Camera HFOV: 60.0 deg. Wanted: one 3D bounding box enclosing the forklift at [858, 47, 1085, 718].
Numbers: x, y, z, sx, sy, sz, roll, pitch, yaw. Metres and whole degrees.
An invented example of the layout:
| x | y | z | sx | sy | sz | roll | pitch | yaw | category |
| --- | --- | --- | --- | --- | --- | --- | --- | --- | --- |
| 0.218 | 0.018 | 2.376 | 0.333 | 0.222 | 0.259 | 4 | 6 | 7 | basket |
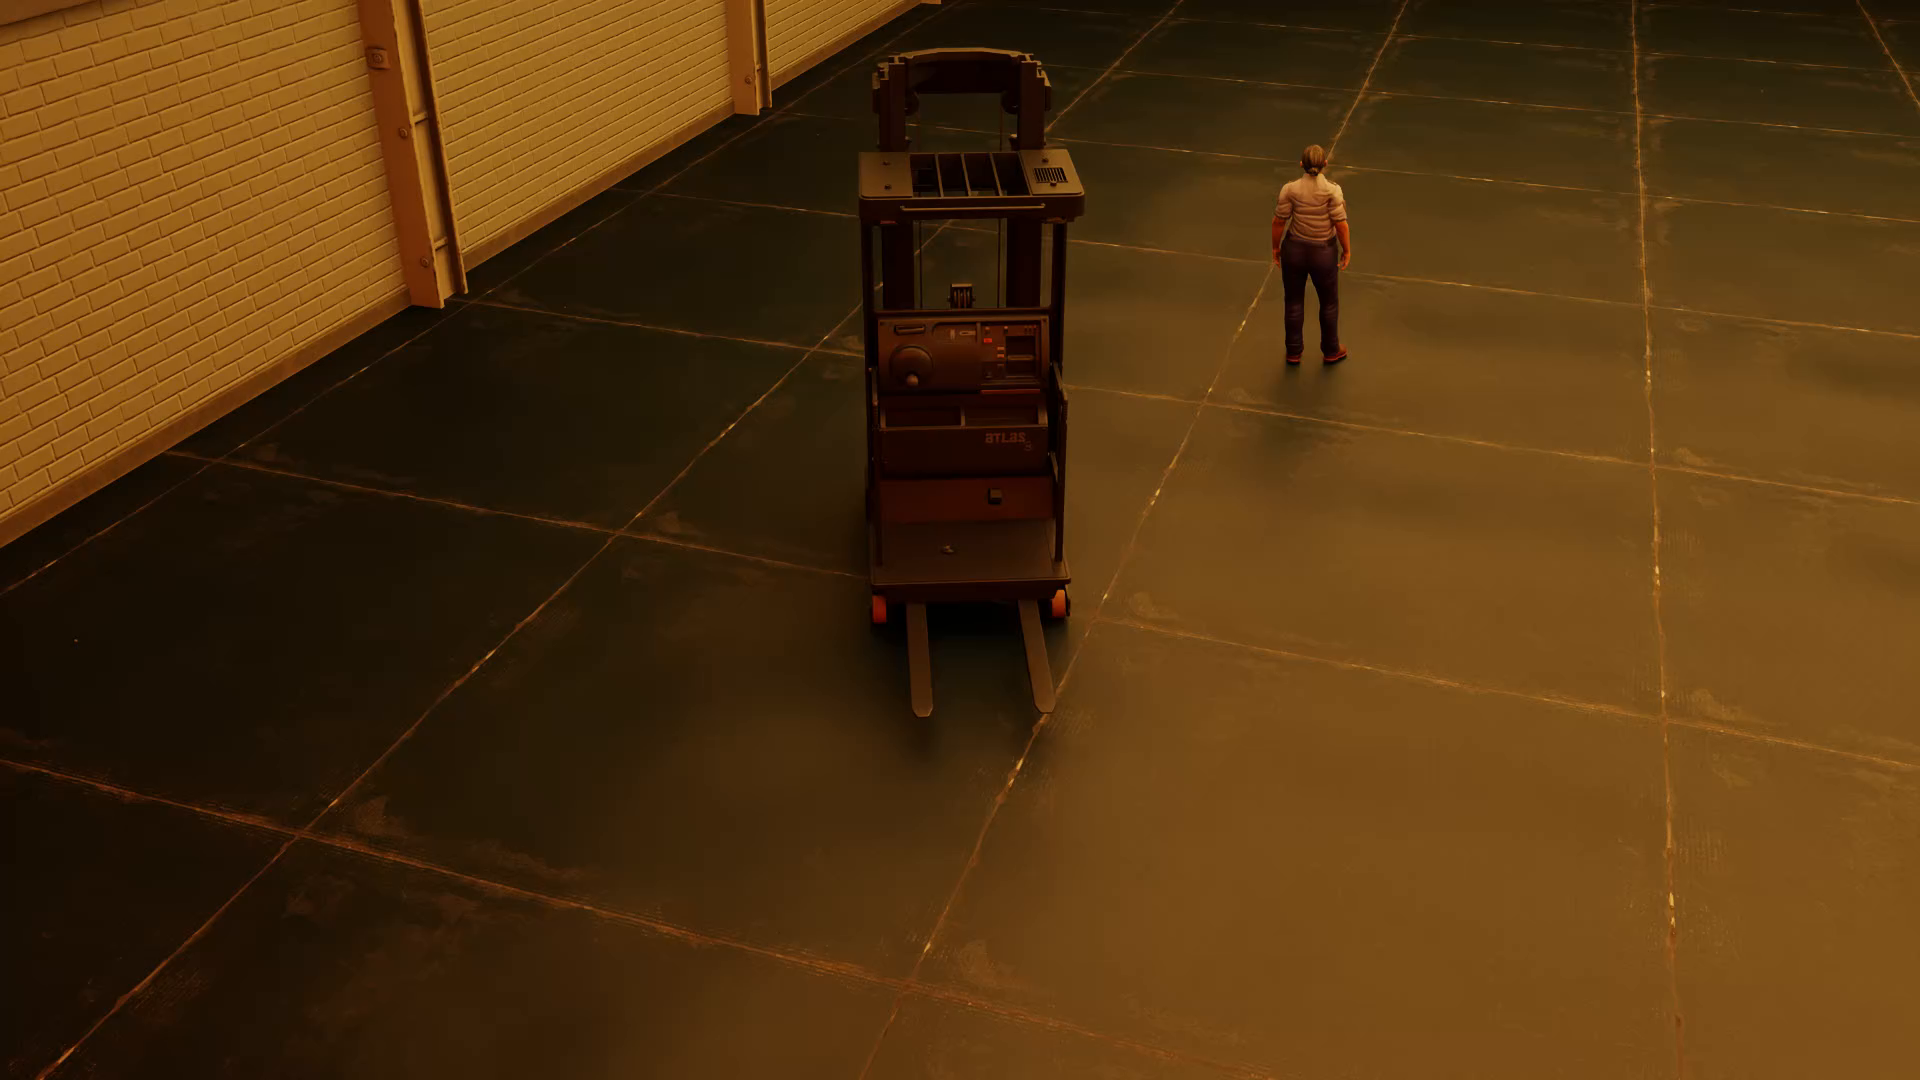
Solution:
| x | y | z | sx | sy | sz | roll | pitch | yaw | category |
| --- | --- | --- | --- | --- | --- | --- | --- | --- | --- |
| 0.035 | -0.972 | 8.842 | 1.130 | 2.935 | 3.031 | -2 | 30 | -3 | forklift |

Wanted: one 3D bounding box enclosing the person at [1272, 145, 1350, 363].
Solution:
| x | y | z | sx | sy | sz | roll | pitch | yaw | category |
| --- | --- | --- | --- | --- | --- | --- | --- | --- | --- |
| 2.571 | -2.085 | 12.075 | 0.598 | 1.651 | 0.504 | 11 | 32 | 19 | person |
